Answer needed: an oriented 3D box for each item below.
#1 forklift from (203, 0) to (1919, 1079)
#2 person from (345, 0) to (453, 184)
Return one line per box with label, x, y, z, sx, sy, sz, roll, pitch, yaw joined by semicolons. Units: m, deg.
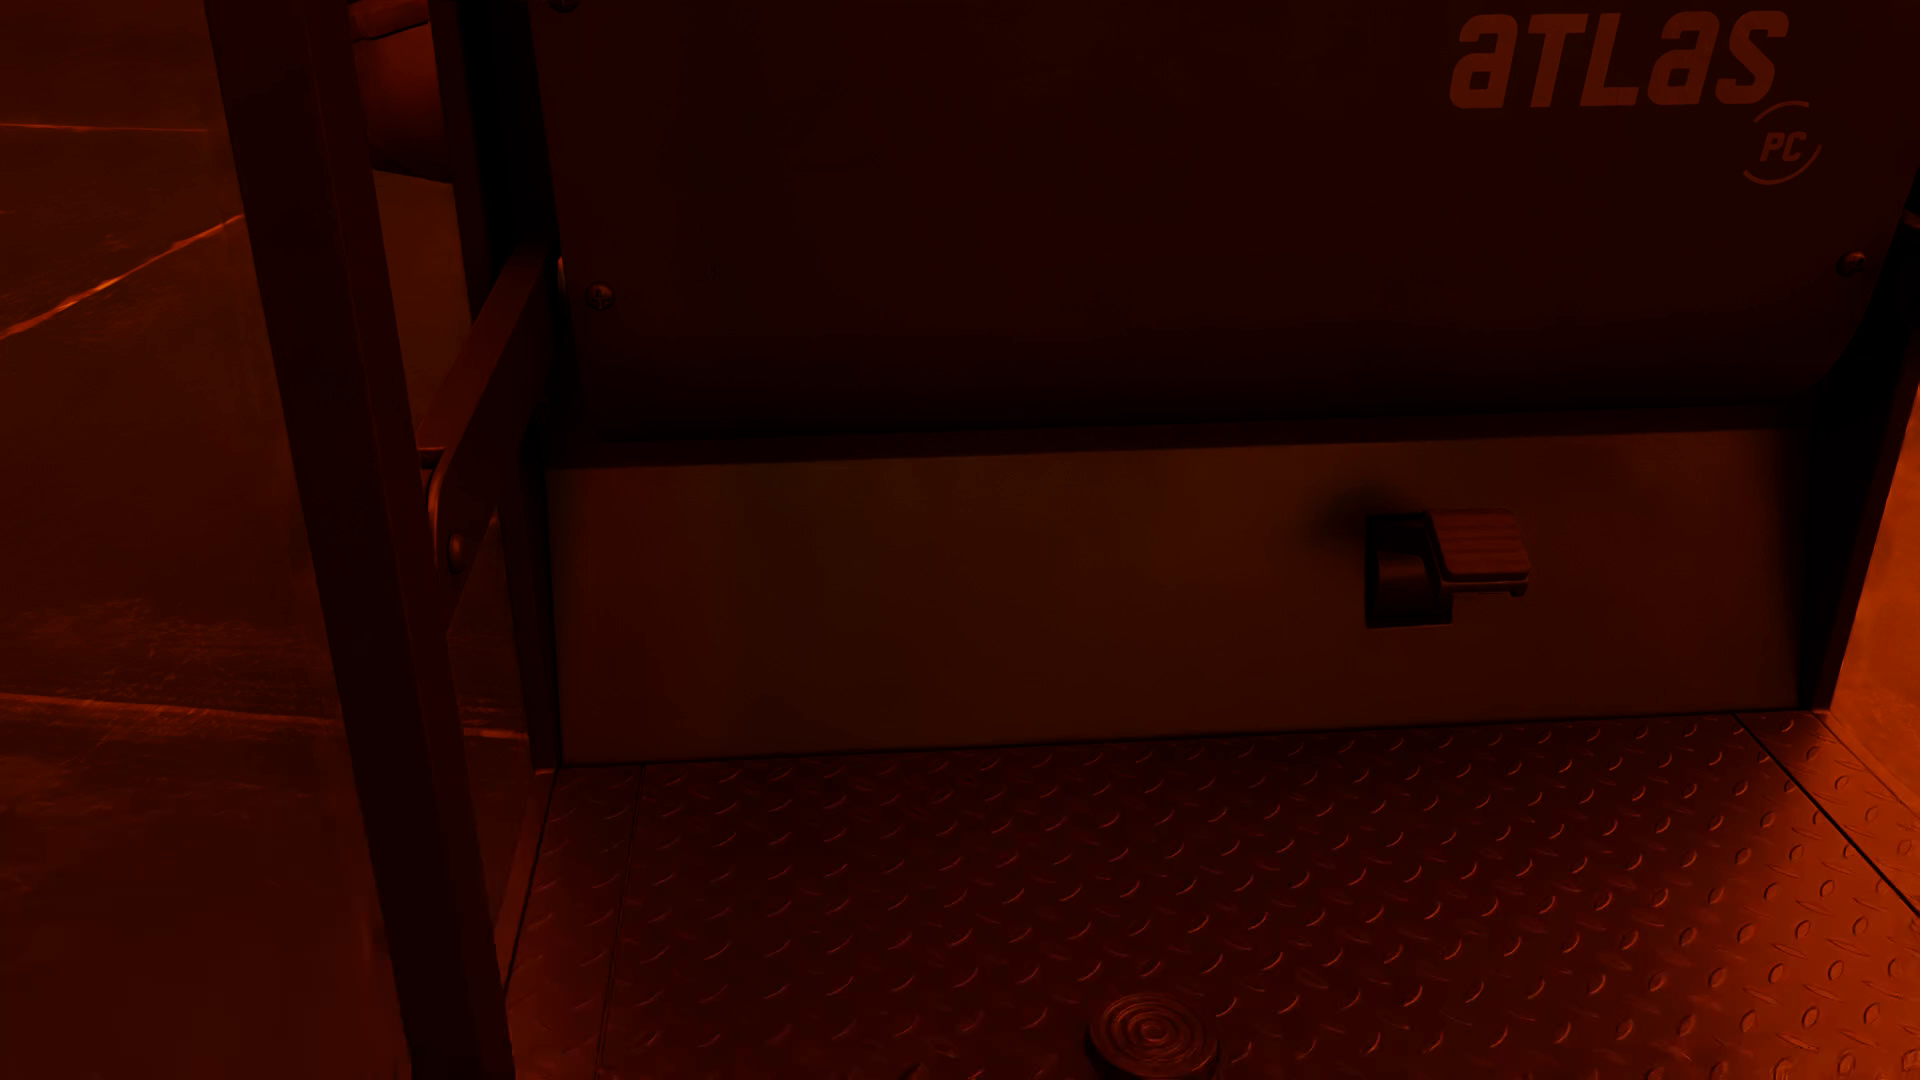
forklift;0.215;-0.736;0.693;1.130;2.935;3.031;-2;27;-4
person;-0.563;-0.762;2.431;0.798;1.412;0.886;-18;32;-32
